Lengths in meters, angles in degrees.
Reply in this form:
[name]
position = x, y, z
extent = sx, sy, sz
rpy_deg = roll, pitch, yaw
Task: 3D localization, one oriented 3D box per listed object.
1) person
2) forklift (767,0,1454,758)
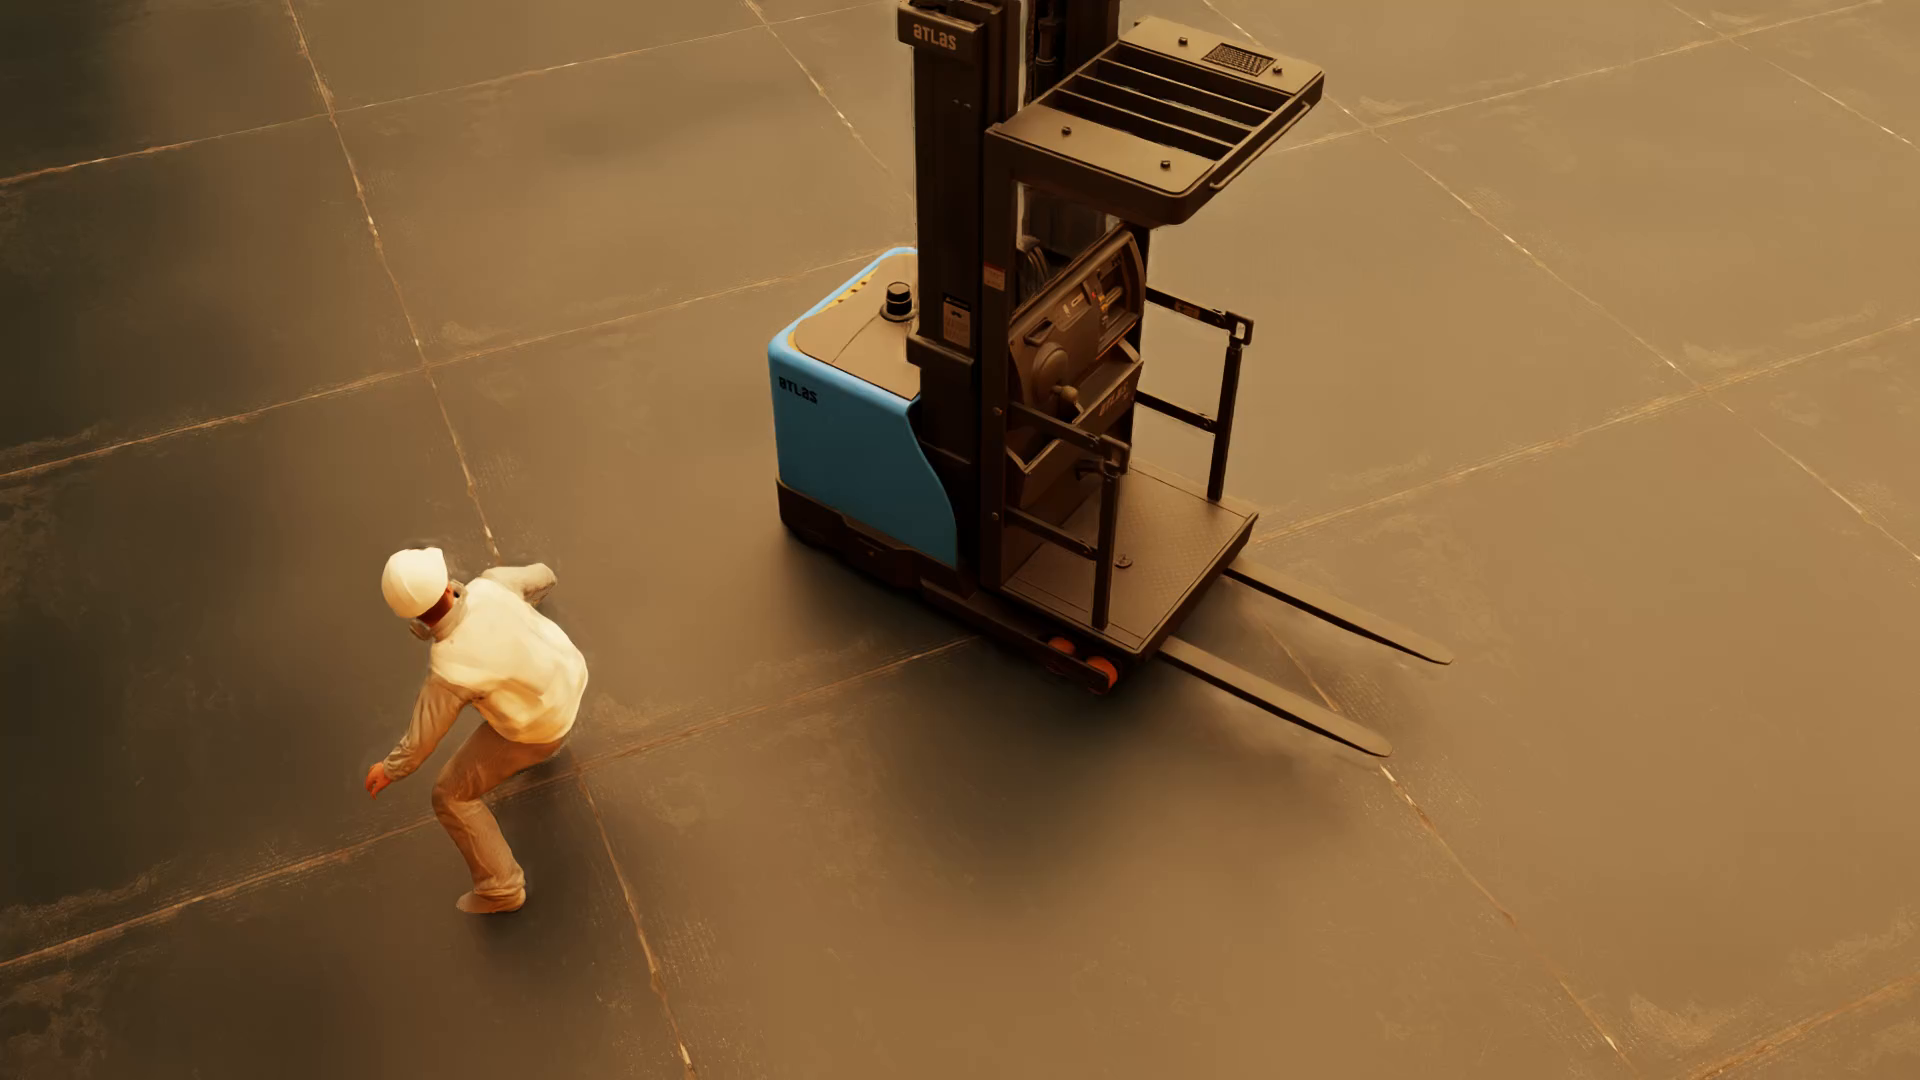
[person]
position = -1.763, 0.604, 6.119
extent = 0.691, 1.548, 0.881
rpy_deg = 8, 44, 9
[forklift]
position = 0.646, -0.828, 6.568
extent = 3.031, 2.935, 1.130
rpy_deg = 26, 49, 25
